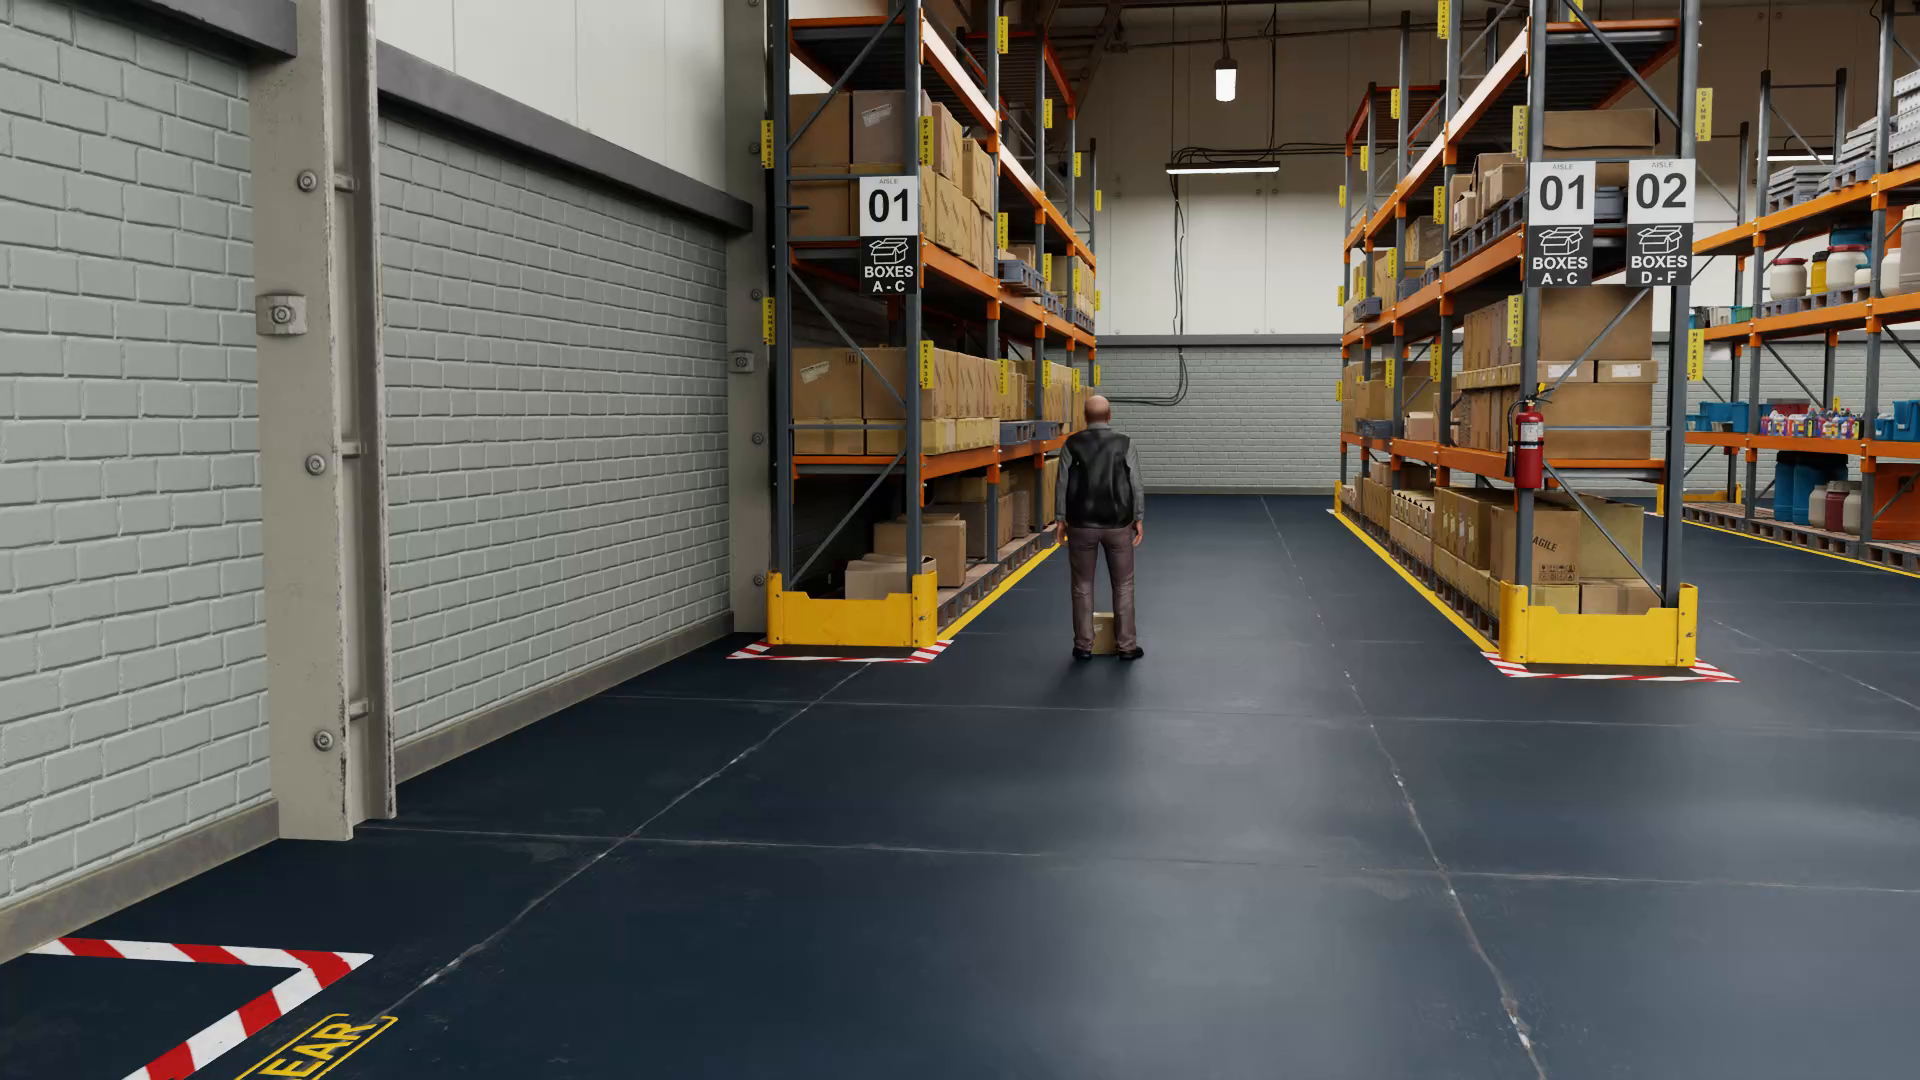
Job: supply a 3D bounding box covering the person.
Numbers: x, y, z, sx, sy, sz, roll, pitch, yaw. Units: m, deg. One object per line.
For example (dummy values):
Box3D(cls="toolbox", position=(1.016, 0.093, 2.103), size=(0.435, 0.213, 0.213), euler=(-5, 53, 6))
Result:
Box3D(cls="person", position=(0.912, -0.084, 10.863), size=(0.594, 1.721, 0.416), euler=(0, 4, 5))
